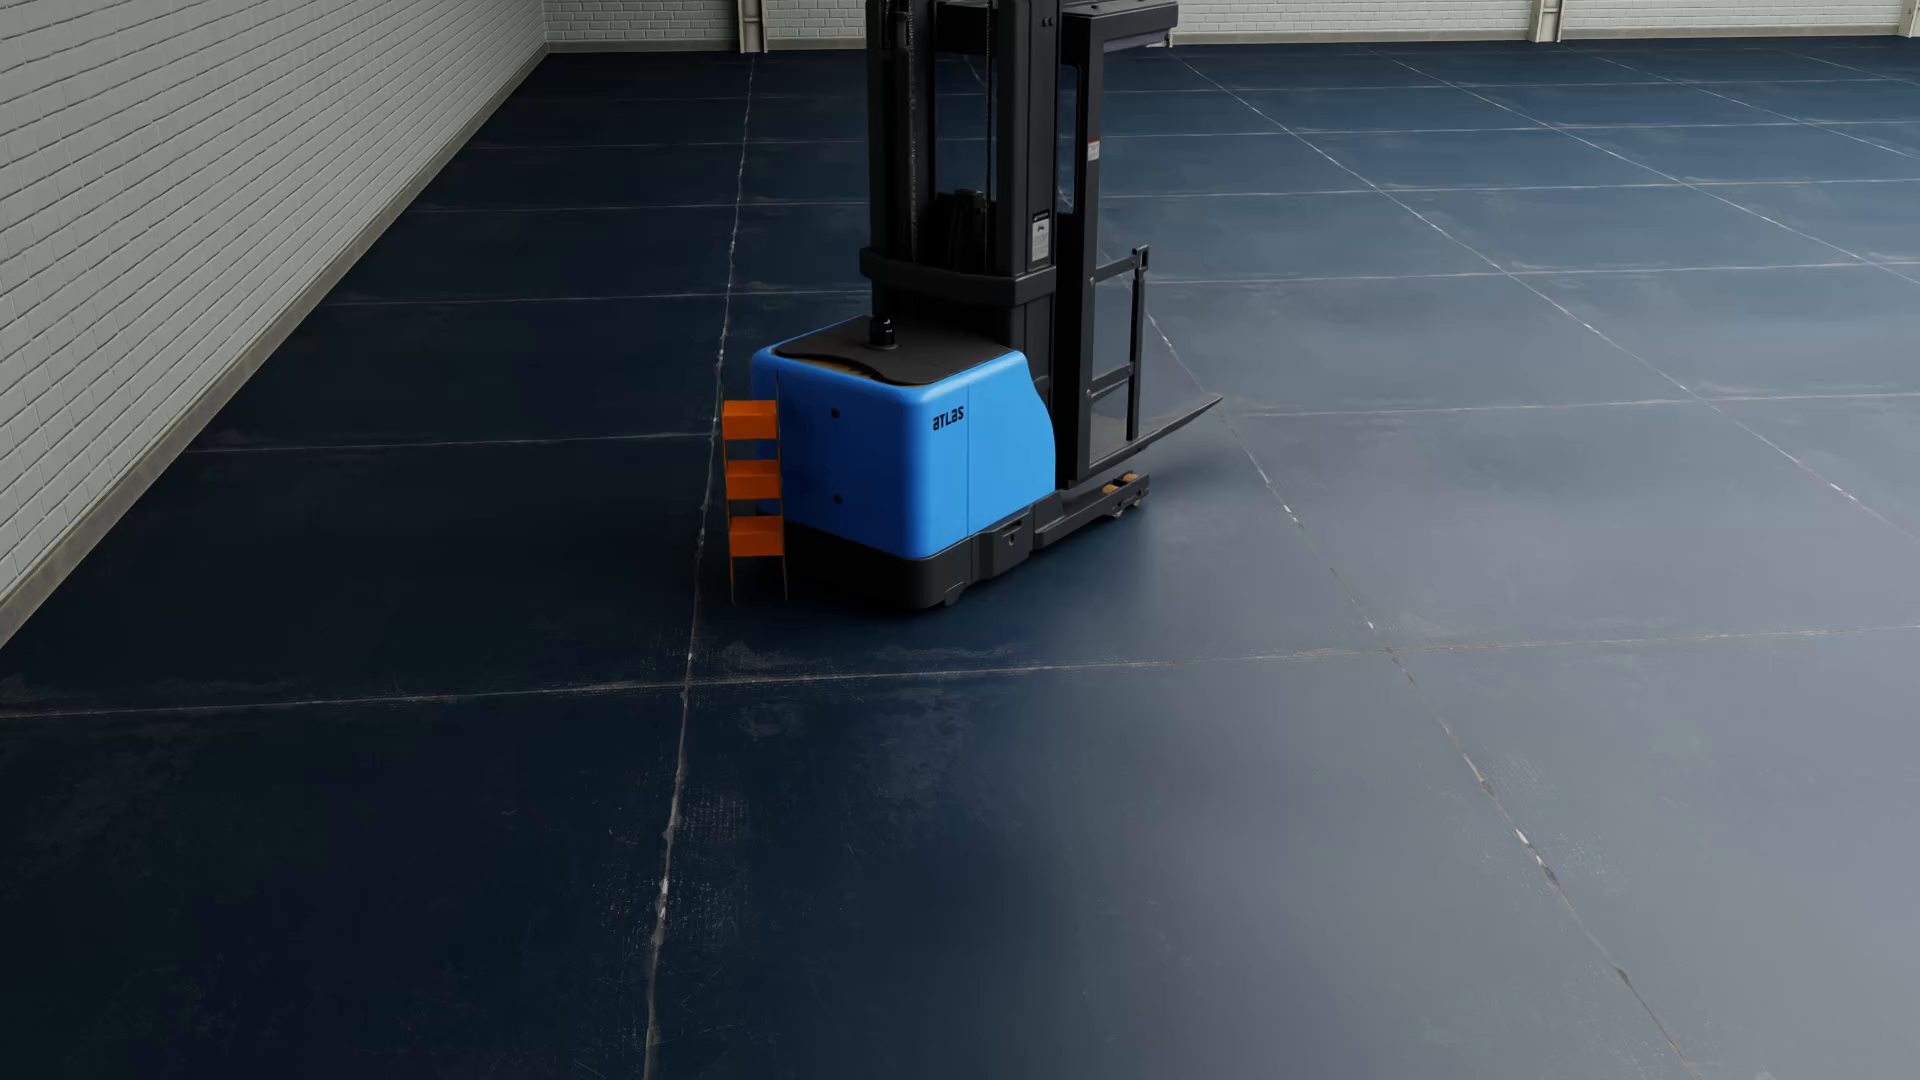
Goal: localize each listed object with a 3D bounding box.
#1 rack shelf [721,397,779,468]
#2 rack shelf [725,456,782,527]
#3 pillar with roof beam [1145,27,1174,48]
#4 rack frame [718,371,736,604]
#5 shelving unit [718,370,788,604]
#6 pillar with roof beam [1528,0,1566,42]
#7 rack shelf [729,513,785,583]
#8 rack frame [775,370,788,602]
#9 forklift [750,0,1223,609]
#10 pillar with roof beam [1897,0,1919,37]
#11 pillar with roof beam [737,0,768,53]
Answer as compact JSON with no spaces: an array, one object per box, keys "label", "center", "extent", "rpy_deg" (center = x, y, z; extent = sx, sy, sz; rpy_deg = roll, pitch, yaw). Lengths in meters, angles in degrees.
[{"label":"rack shelf","center":[-0.923,-0.481,7.366],"extent":[0.240,0.259,0.215],"rpy_deg":[-2,24,-4]},{"label":"rack shelf","center":[-0.923,-0.221,7.481],"extent":[0.240,0.259,0.215],"rpy_deg":[-2,24,-4]},{"label":"pillar with roof beam","center":[3.377,-9.766,19.143],"extent":[0.400,9.000,9.100],"rpy_deg":[-2,24,-5]},{"label":"rack frame","center":[-1.045,-0.227,7.469],"extent":[0.008,1.050,0.200],"rpy_deg":[-2,24,-4]},{"label":"shelving unit","center":[-0.923,-0.231,7.477],"extent":[0.252,1.050,0.215],"rpy_deg":[-2,24,-4]},{"label":"pillar with roof beam","center":[9.348,-10.006,19.682],"extent":[0.400,9.000,9.100],"rpy_deg":[-2,24,-5]},{"label":"rack shelf","center":[-0.923,0.033,7.594],"extent":[0.240,0.259,0.215],"rpy_deg":[-2,24,-4]},{"label":"rack frame","center":[-0.802,-0.235,7.485],"extent":[0.008,1.050,0.200],"rpy_deg":[-2,24,-4]},{"label":"forklift","center":[0.330,-1.565,8.162],"extent":[1.130,2.935,3.031],"rpy_deg":[17,29,34]},{"label":"pillar with roof beam","center":[15.319,-10.245,20.220],"extent":[0.400,9.000,9.100],"rpy_deg":[-2,24,-5]},{"label":"pillar with roof beam","center":[-2.594,-9.526,18.604],"extent":[0.400,9.000,9.100],"rpy_deg":[-2,24,-5]}]
